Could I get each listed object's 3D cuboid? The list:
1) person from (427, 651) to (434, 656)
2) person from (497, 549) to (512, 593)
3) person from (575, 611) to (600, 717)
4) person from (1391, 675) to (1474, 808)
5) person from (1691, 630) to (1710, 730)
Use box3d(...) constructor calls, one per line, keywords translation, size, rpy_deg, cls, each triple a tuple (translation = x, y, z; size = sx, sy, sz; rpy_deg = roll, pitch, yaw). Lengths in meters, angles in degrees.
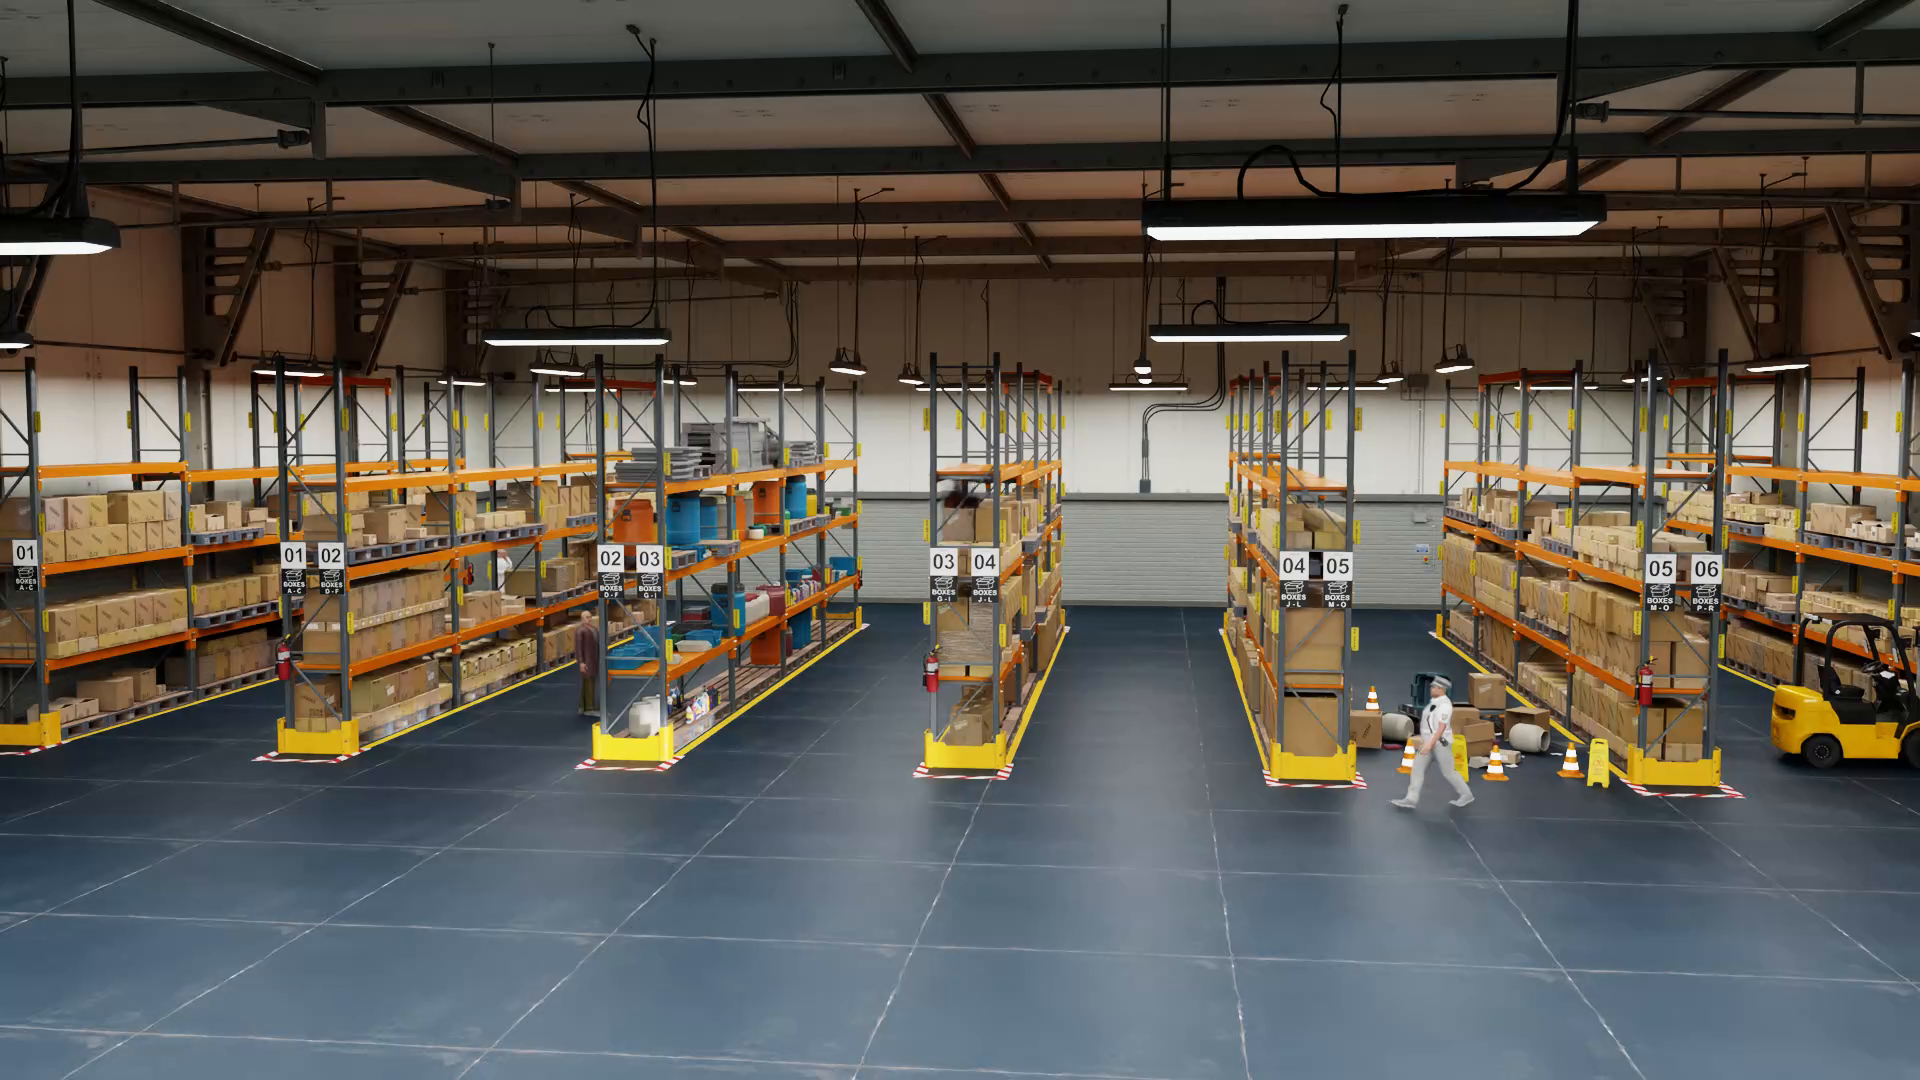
box3d(translation=(-10.926, 1.844, 33.630), size=(0.442, 1.531, 0.703), rpy_deg=(0, 4, 2), cls="person")
box3d(translation=(-11.590, 1.097, 42.472), size=(0.967, 1.770, 0.765), rpy_deg=(1, 4, 17), cls="person")
box3d(translation=(-6.298, 2.103, 28.464), size=(0.514, 1.787, 0.603), rpy_deg=(0, 4, 4), cls="person")
box3d(translation=(6.130, 2.611, 21.444), size=(1.042, 1.729, 0.511), rpy_deg=(-1, 4, -15), cls="person")
box3d(translation=(11.905, 2.286, 26.789), size=(0.412, 1.689, 0.564), rpy_deg=(3, 5, 35), cls="person")
